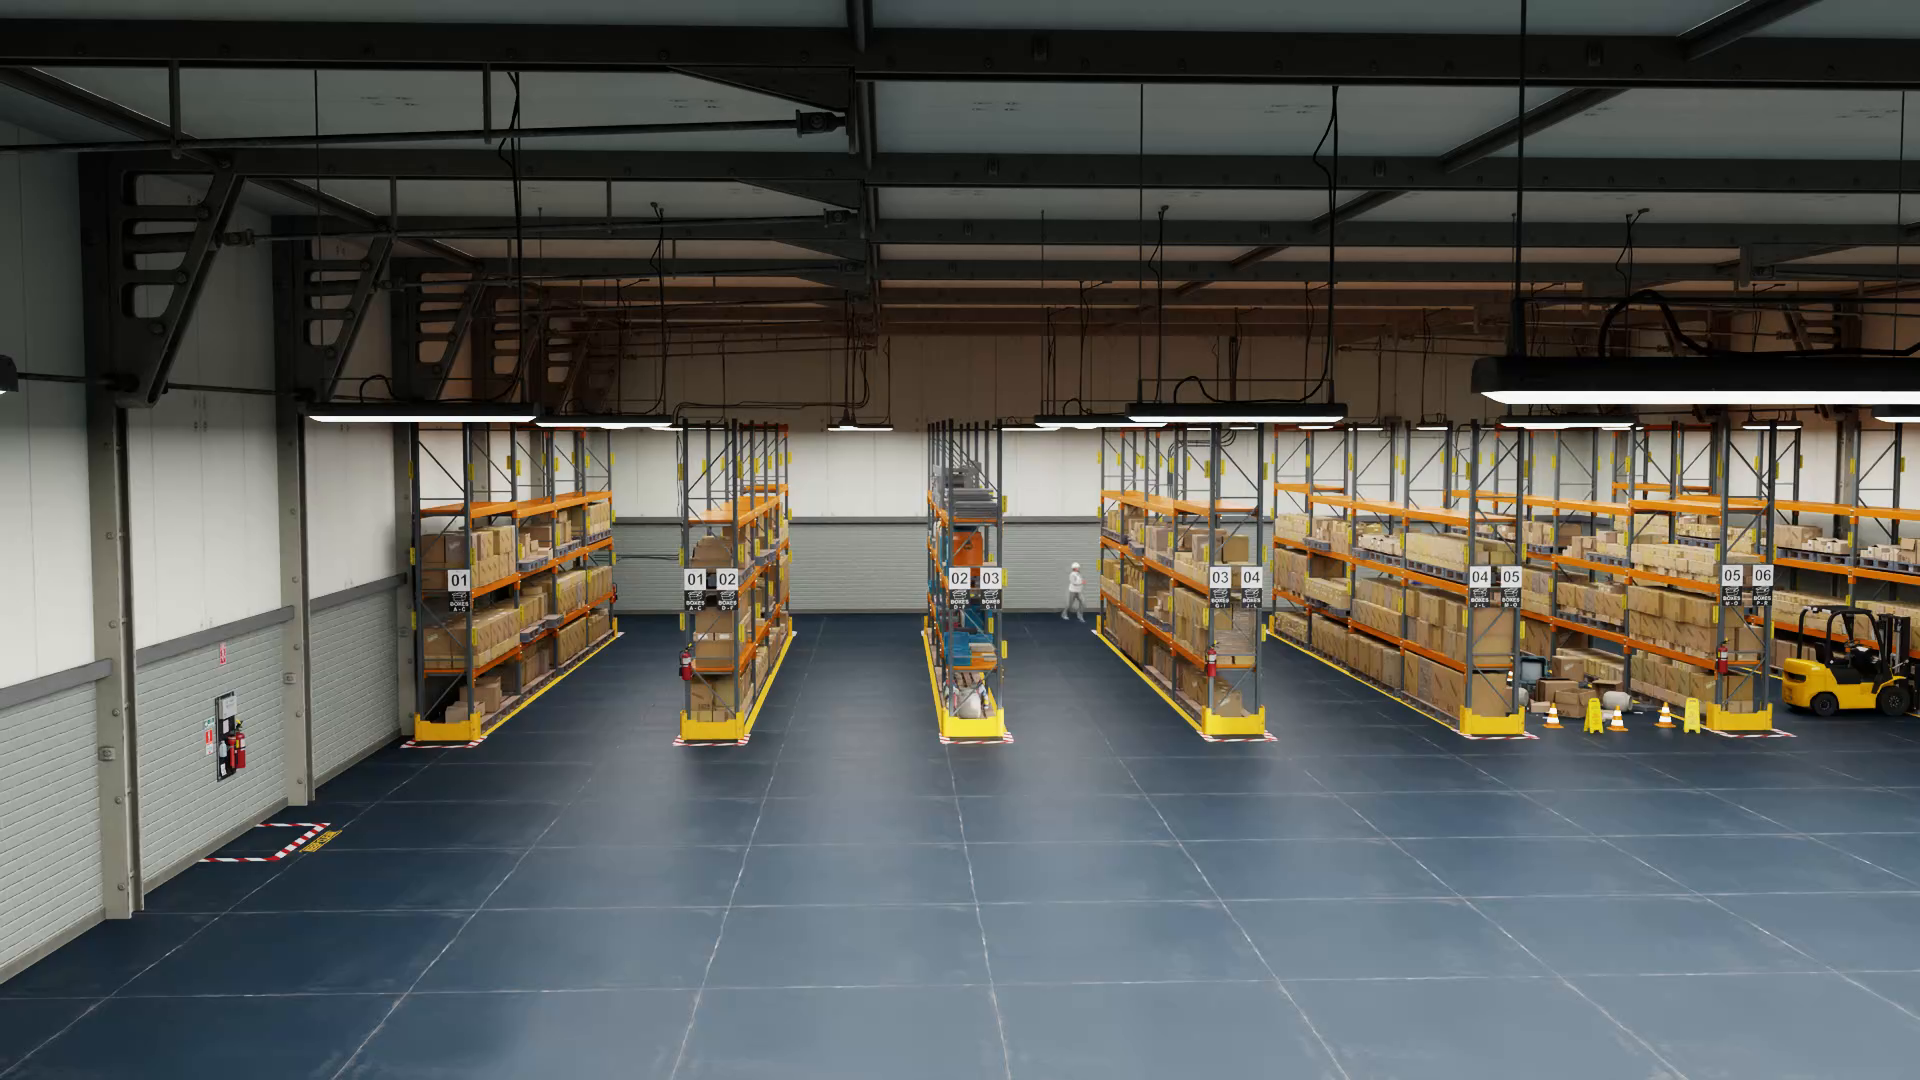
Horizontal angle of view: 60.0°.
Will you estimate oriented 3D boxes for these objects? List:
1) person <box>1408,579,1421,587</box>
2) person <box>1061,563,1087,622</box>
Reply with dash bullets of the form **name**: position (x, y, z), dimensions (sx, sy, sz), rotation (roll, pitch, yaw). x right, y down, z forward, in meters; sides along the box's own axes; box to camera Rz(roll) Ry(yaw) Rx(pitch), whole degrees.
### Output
- **person**: position (13.909, 1.654, 50.725), dimensions (0.801, 1.627, 0.578), rotation (-1, 4, -18)
- **person**: position (3.495, 1.601, 50.568), dimensions (0.849, 1.832, 0.637), rotation (2, 4, 30)
